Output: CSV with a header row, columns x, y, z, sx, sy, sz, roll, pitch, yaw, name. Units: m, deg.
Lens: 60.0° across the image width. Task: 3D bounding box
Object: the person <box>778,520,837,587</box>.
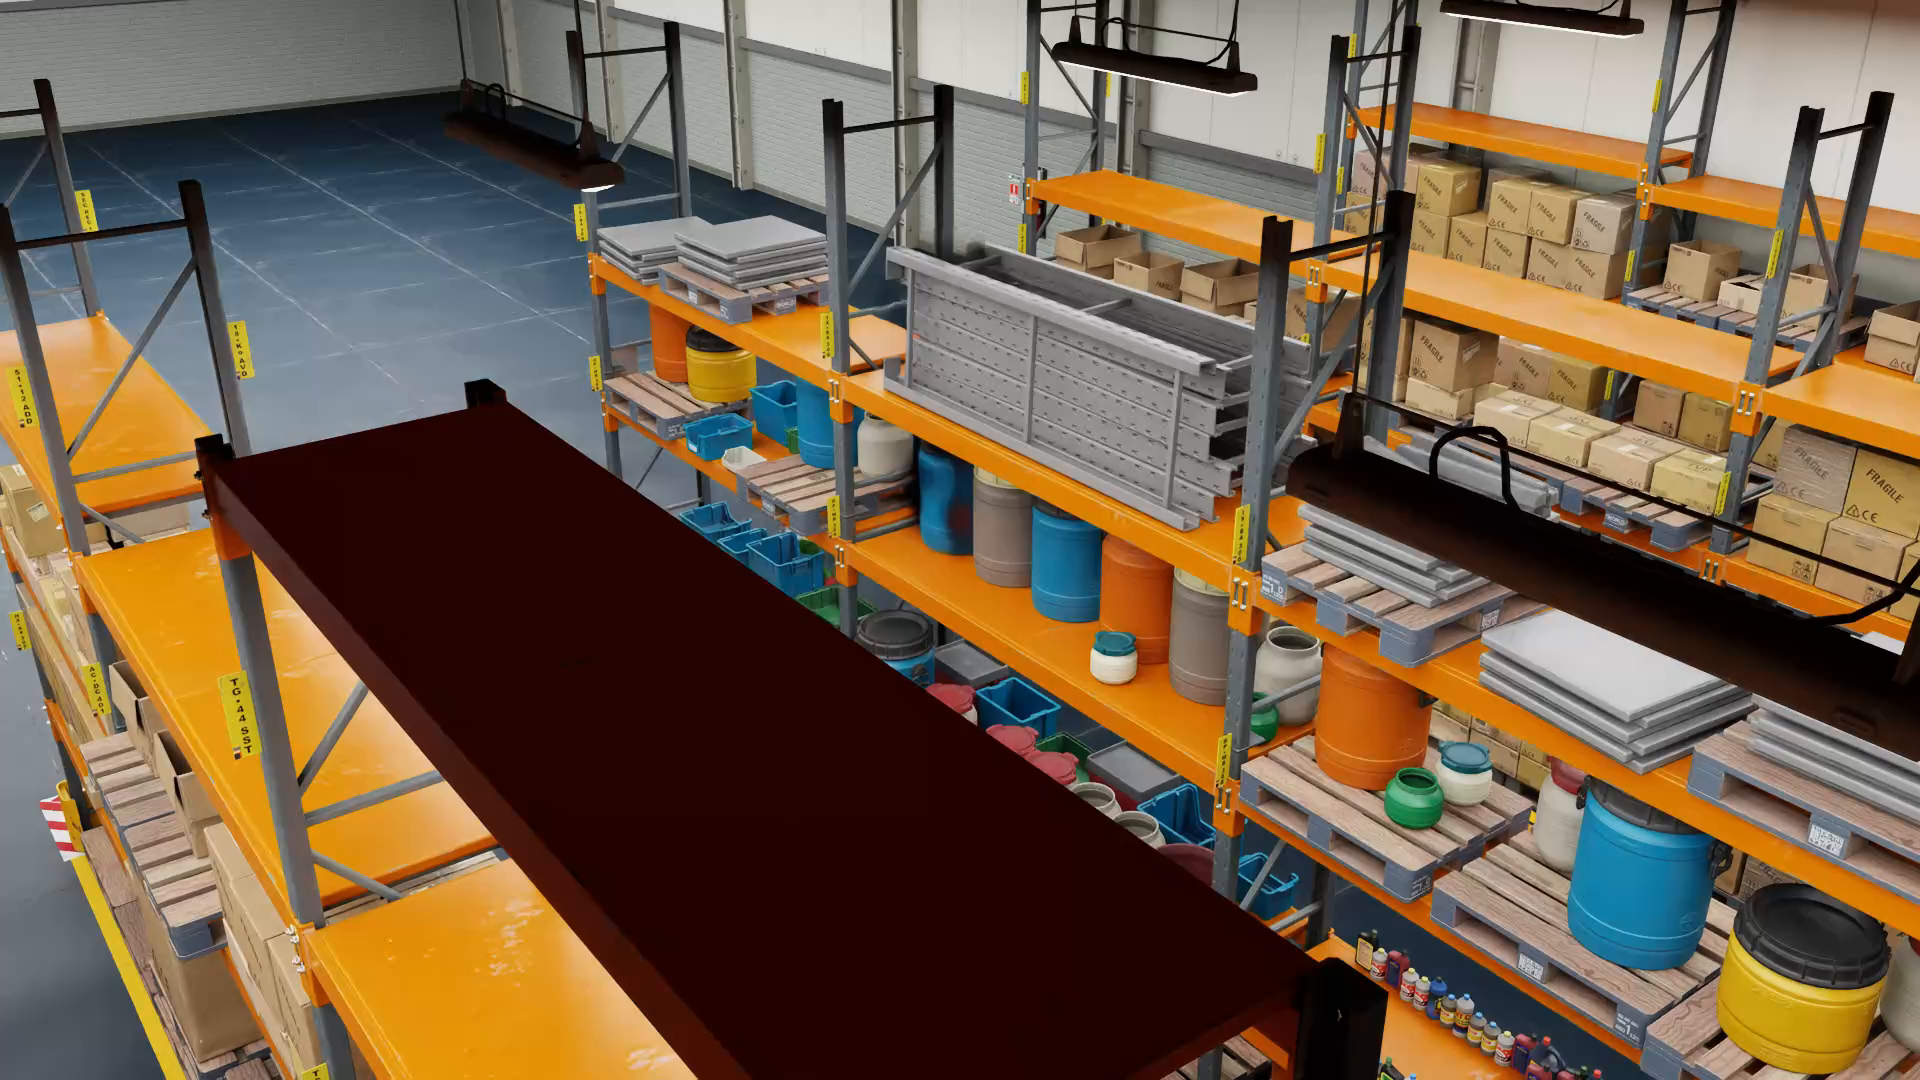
x,y,z,sx,sy,sz,roll,pitch,yaw,name
-1.645,-0.038,16.968,0.977,1.773,0.693,10,27,20,person
